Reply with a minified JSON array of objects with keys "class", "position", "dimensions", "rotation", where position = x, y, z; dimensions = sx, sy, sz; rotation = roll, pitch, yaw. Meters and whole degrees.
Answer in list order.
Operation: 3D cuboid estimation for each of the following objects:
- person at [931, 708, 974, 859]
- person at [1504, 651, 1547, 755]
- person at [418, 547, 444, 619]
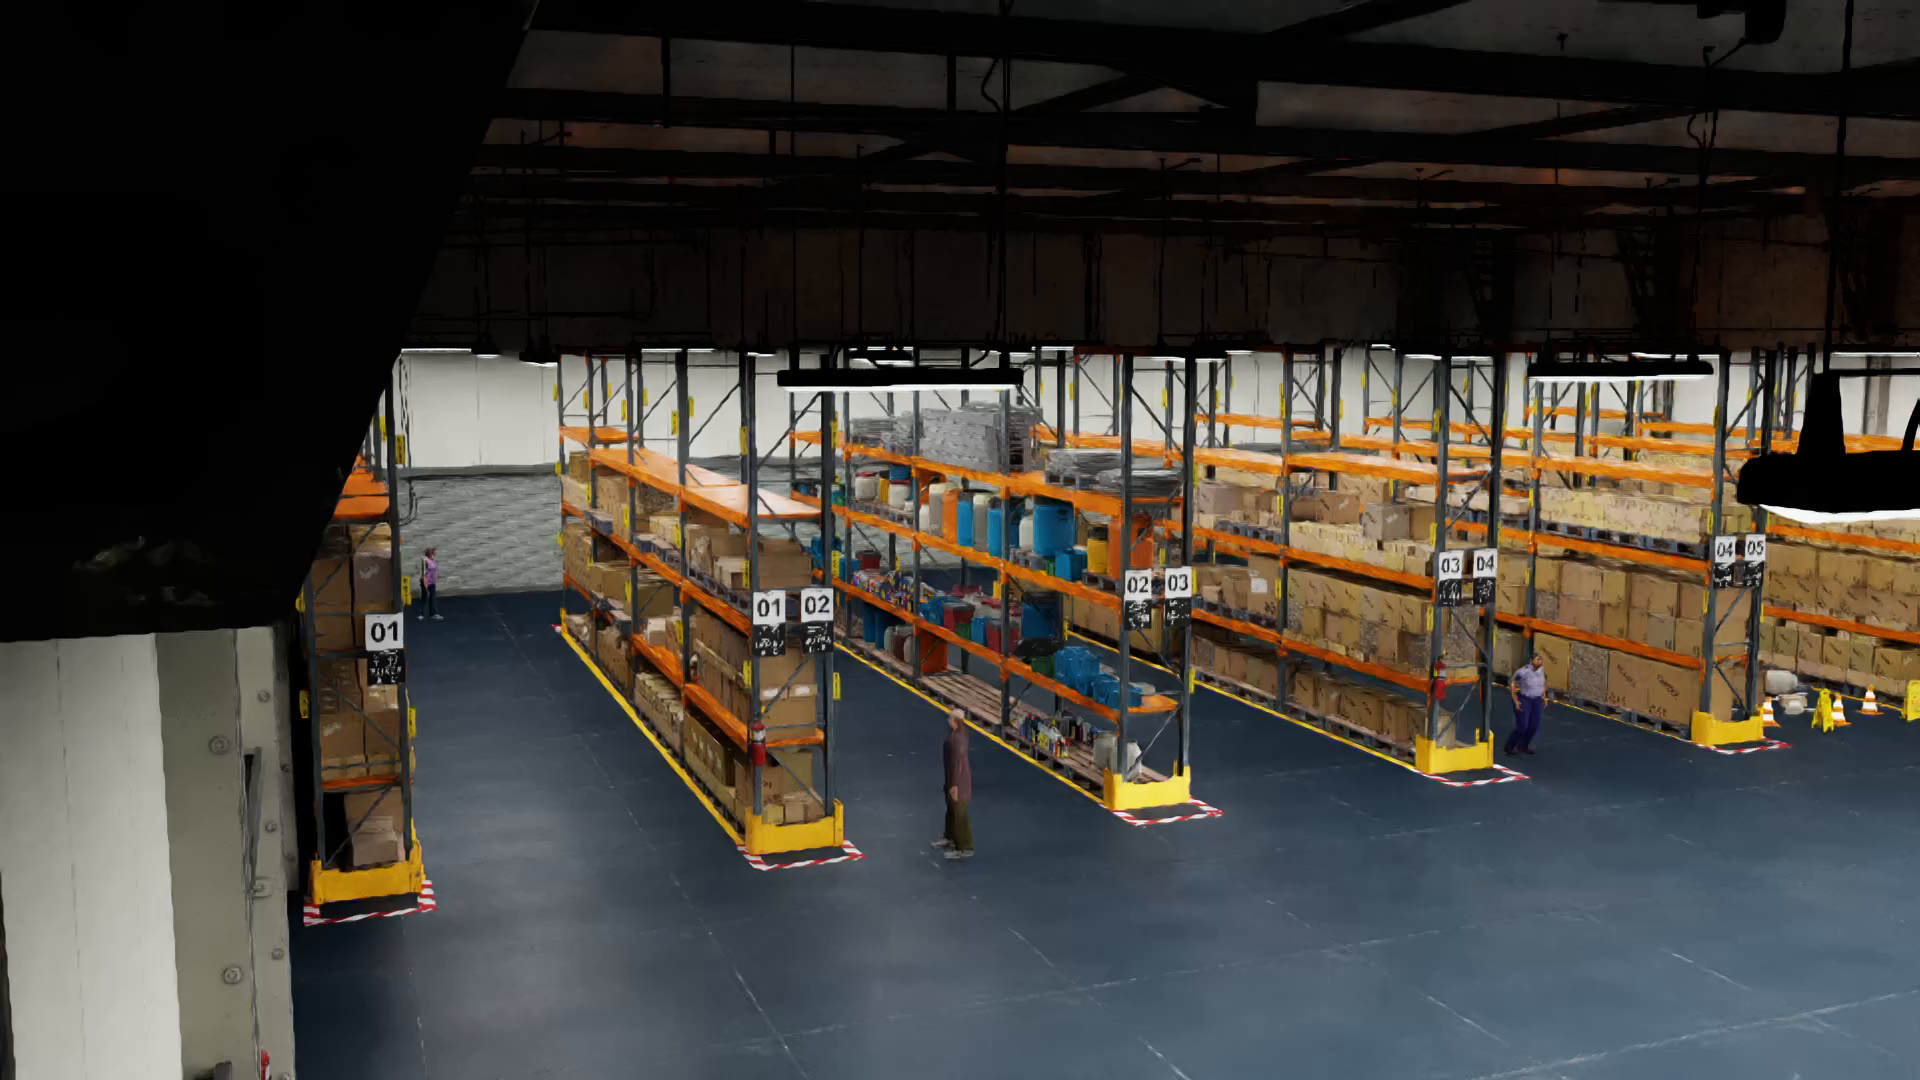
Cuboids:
[{"class":"person","position":[-0.088,2.902,19.999],"dimensions":[0.551,1.782,0.636],"rotation":[1,7,9]},{"class":"person","position":[8.437,2.413,24.744],"dimensions":[0.621,1.595,0.507],"rotation":[-3,8,-25]},{"class":"person","position":[-11.599,0.947,36.275],"dimensions":[0.492,1.597,0.458],"rotation":[3,8,20]}]
